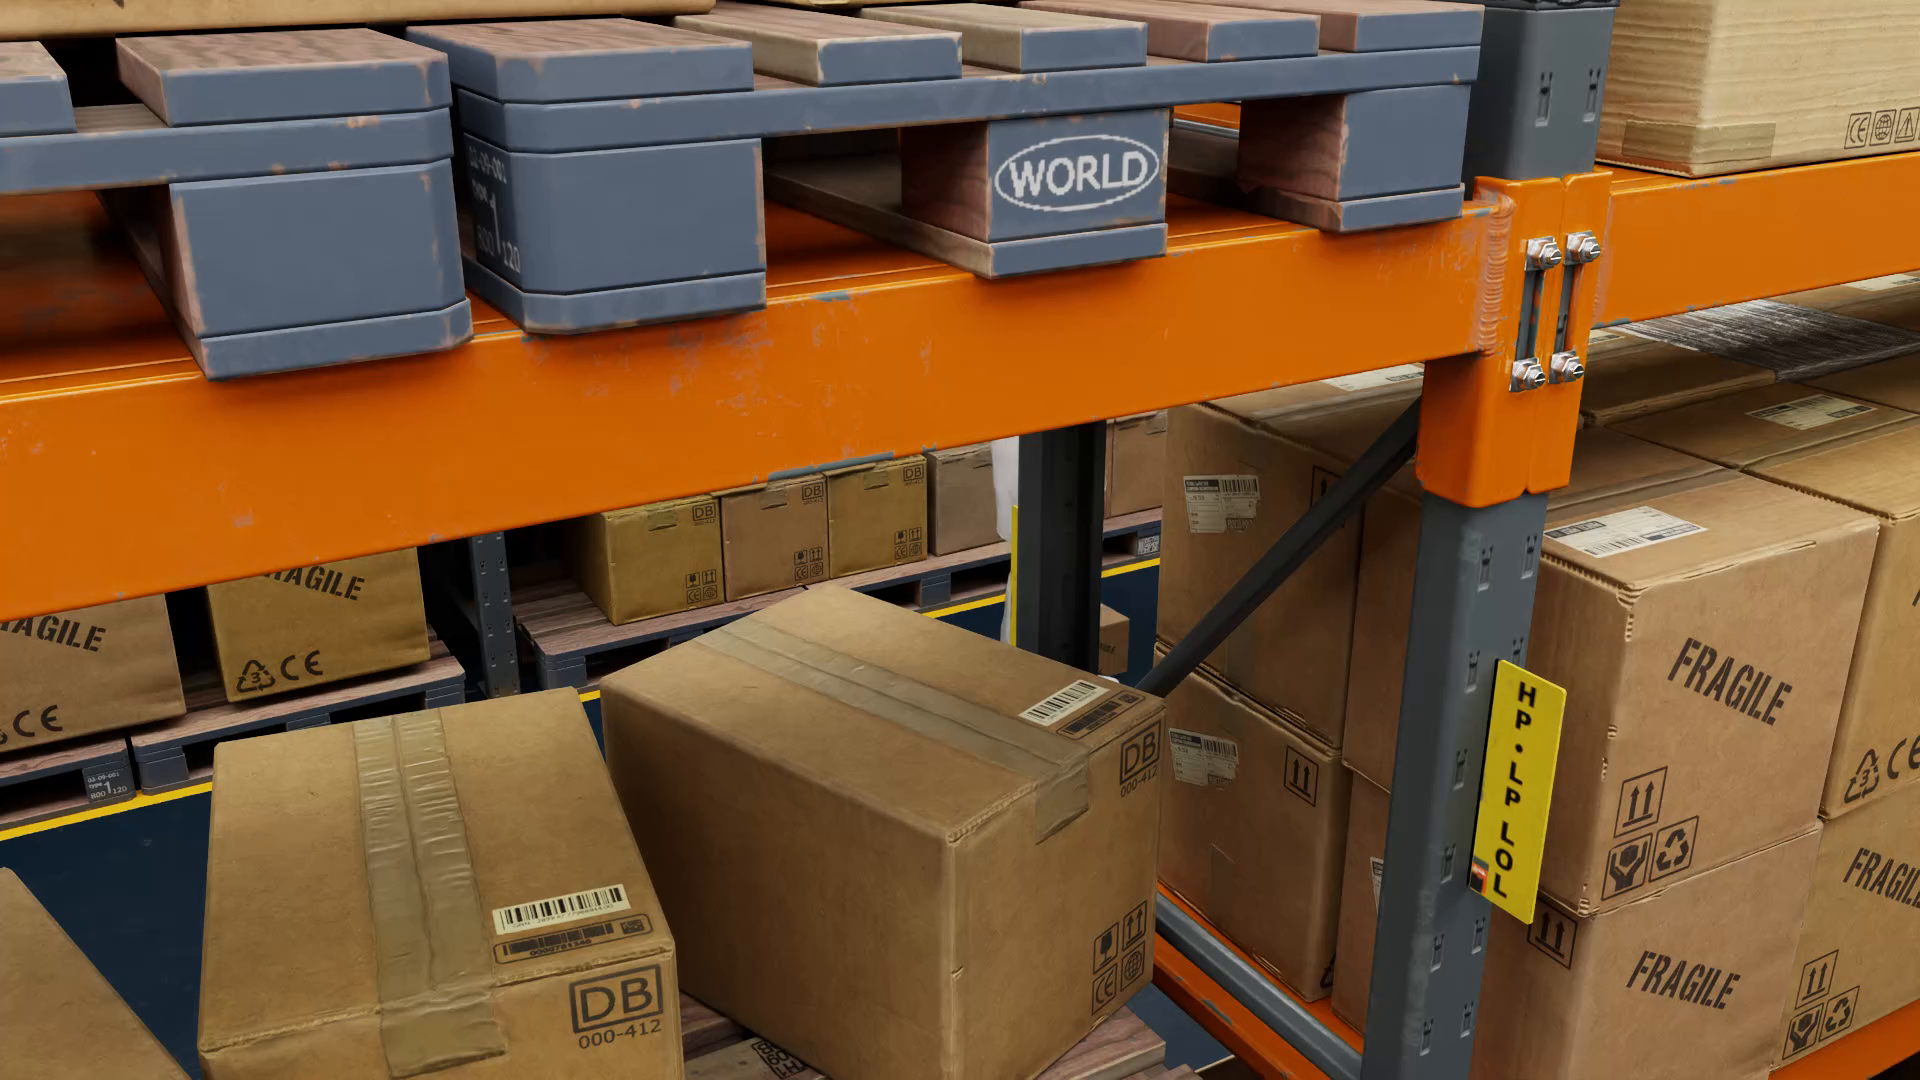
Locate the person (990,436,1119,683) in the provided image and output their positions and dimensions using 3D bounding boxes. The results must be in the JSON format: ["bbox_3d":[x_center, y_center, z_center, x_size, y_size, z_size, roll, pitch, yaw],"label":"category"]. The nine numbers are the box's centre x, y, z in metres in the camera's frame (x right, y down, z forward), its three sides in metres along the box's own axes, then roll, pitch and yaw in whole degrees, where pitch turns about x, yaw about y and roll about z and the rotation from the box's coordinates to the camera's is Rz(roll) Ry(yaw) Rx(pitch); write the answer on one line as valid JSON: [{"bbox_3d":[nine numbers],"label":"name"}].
[{"bbox_3d":[0.346,-0.225,6.681,0.427,1.773,0.635,-14,25,-32],"label":"person"}]
